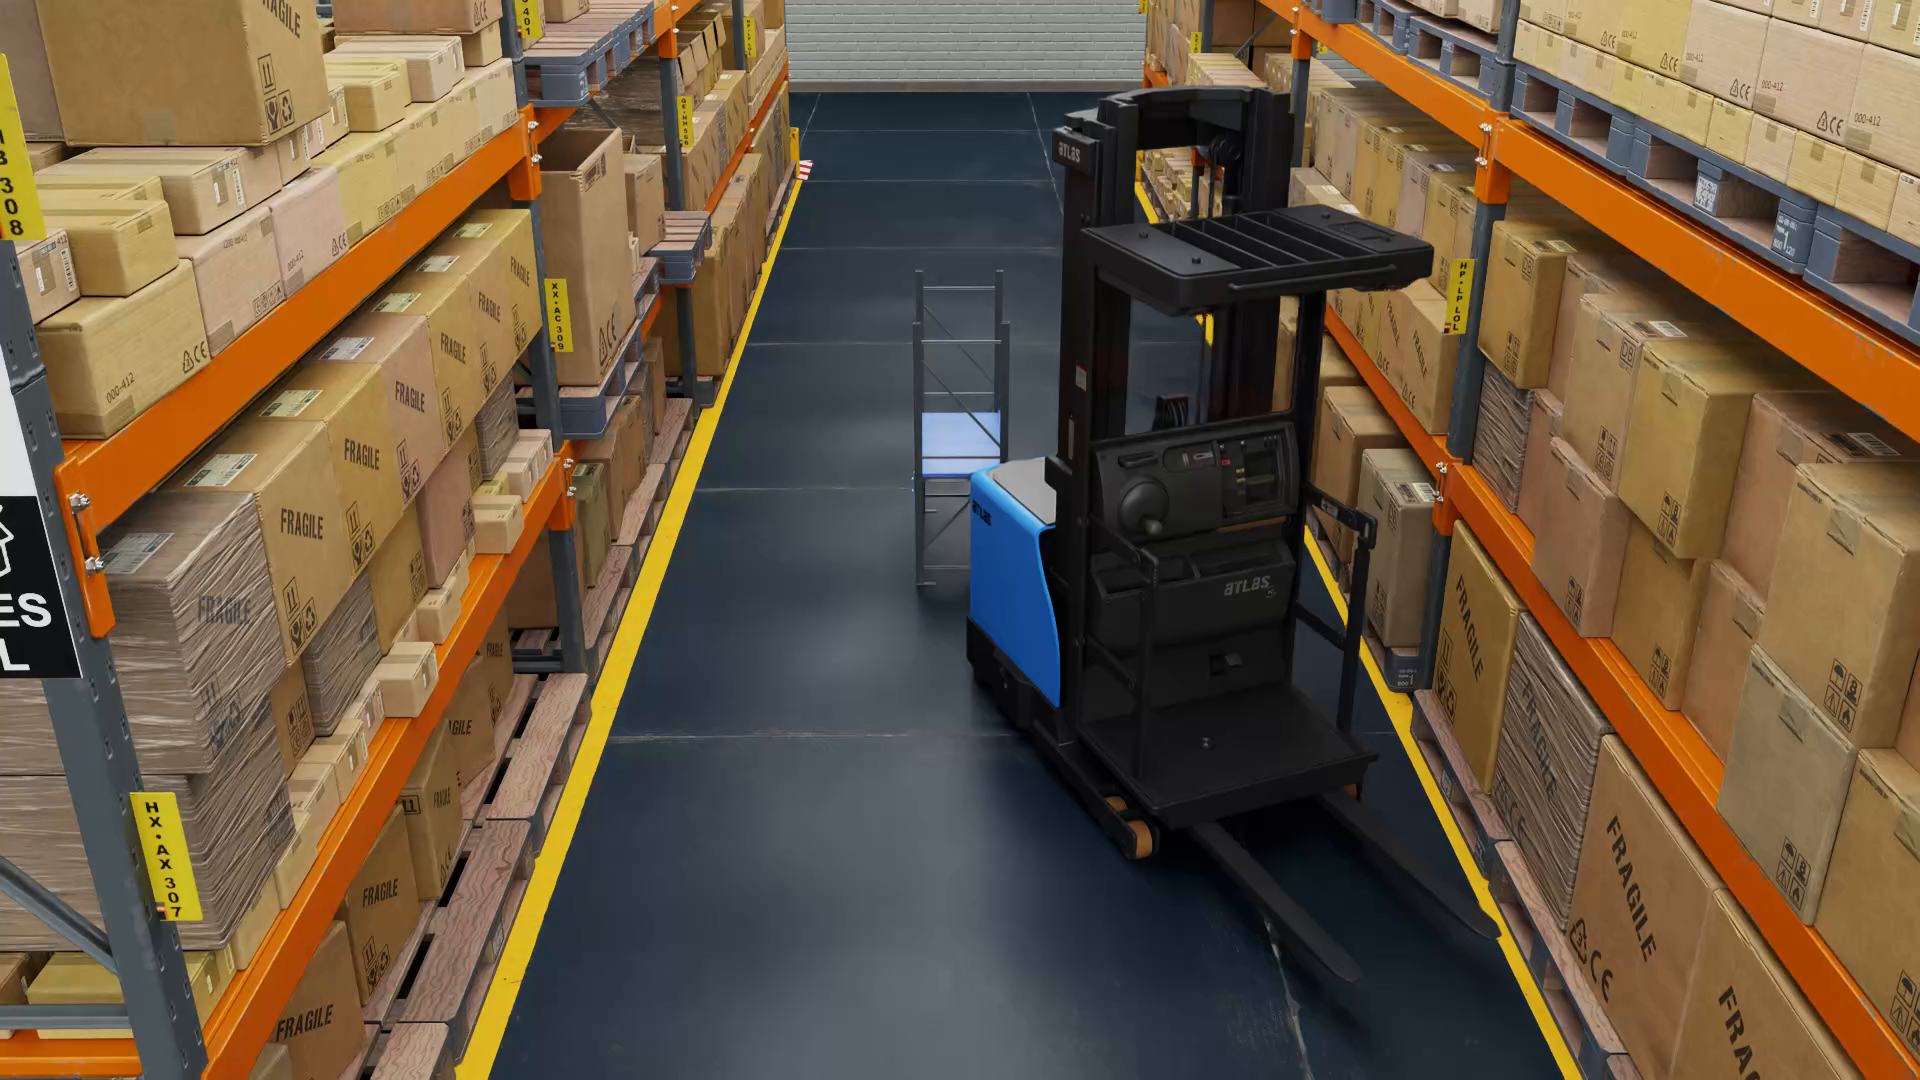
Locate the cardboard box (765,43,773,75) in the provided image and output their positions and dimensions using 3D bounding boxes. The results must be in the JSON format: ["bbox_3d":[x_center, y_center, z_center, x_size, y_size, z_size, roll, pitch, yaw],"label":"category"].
[{"bbox_3d":[-2.125,-4.752,16.438,0.500,0.250,0.500,0,24,0],"label":"cardboard box"}]

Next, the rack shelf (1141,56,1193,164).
[{"bbox_3d":[2.566,-4.345,16.591,1.077,0.370,4.000,0,24,-1],"label":"rack shelf"}]

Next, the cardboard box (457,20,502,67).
[{"bbox_3d":[-1.993,-1.919,6.412,0.380,0.149,0.250,0,24,1],"label":"cardboard box"}]

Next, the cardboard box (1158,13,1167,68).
[{"bbox_3d":[2.297,-5.070,16.837,0.500,0.500,0.500,0,24,0],"label":"cardboard box"}]

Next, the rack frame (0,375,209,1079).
[{"bbox_3d":[-2.242,1.077,3.730,1.000,3.000,0.127,0,24,-1],"label":"rack frame"}]

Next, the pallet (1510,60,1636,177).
[{"bbox_3d":[2.674,-1.541,5.986,1.003,0.211,1.213,0,24,-1],"label":"pallet"}]

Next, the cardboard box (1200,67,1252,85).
[{"bbox_3d":[2.142,-3.709,13.384,0.380,0.149,0.250,-1,24,-1],"label":"cardboard box"}]

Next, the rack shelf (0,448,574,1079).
[{"bbox_3d":[-2.264,0.580,5.700,1.077,0.370,4.000,0,24,-1],"label":"rack shelf"}]

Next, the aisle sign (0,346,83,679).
[{"bbox_3d":[-1.941,-0.084,3.141,0.394,0.787,0.004,0,24,-1],"label":"aisle sign"}]

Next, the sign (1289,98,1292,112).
[{"bbox_3d":[2.089,-2.686,10.739,0.100,0.325,0.005,0,24,-1],"label":"sign"}]

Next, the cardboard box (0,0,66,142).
[{"bbox_3d":[-2.512,-1.337,4.336,0.500,0.500,0.500,0,24,-1],"label":"cardboard box"}]

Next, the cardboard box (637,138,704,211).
[{"bbox_3d":[-2.063,-2.467,11.443,0.500,0.500,0.500,0,24,1],"label":"cardboard box"}]

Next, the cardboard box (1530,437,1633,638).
[{"bbox_3d":[2.608,-0.019,5.970,0.875,0.550,0.550,0,24,-1],"label":"cardboard box"}]

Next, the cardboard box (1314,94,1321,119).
[{"bbox_3d":[2.809,-3.172,12.197,0.380,0.149,0.250,1,24,2],"label":"cardboard box"}]

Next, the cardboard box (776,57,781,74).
[{"bbox_3d":[-2.076,-4.943,17.344,0.380,0.149,0.250,0,24,0],"label":"cardboard box"}]

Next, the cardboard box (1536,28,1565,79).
[{"bbox_3d":[2.344,-1.783,6.087,0.380,0.149,0.250,0,24,0],"label":"cardboard box"}]

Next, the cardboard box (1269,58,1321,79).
[{"bbox_3d":[2.791,-3.922,13.854,0.380,0.149,0.250,-1,24,-2],"label":"cardboard box"}]

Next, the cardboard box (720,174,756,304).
[{"bbox_3d":[-2.335,-2.460,13.617,1.225,0.875,0.875,-1,24,-2],"label":"cardboard box"}]

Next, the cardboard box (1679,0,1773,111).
[{"bbox_3d":[2.420,-1.396,4.747,0.500,0.250,0.500,0,24,0],"label":"cardboard box"}]

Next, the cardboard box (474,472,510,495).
[{"bbox_3d":[-2.053,-0.164,6.777,0.380,0.149,0.250,0,24,-1],"label":"cardboard box"}]

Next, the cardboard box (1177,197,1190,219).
[{"bbox_3d":[2.251,-3.117,15.590,0.380,0.149,0.250,-1,24,-3],"label":"cardboard box"}]

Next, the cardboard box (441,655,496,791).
[{"bbox_3d":[-2.307,0.777,6.916,0.500,0.500,0.500,8,25,16],"label":"cardboard box"}]

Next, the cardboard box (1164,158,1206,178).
[{"bbox_3d":[2.236,-3.695,16.508,0.380,0.149,0.250,-1,24,-2],"label":"cardboard box"}]

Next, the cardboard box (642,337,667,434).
[{"bbox_3d":[-2.302,-1.006,10.833,0.700,0.500,0.500,-2,24,-3],"label":"cardboard box"}]

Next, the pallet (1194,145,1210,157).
[{"bbox_3d":[2.451,-3.446,13.962,1.003,0.211,1.213,0,24,-1],"label":"pallet"}]

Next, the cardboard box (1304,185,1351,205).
[{"bbox_3d":[2.375,-1.850,10.080,0.500,0.500,0.500,0,24,-1],"label":"cardboard box"}]

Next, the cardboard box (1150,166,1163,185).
[{"bbox_3d":[2.217,-3.857,17.587,0.380,0.149,0.250,0,24,0],"label":"cardboard box"}]

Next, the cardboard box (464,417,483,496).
[{"bbox_3d":[-2.372,-0.361,6.426,0.875,0.500,0.500,0,24,-1],"label":"cardboard box"}]

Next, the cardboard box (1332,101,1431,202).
[{"bbox_3d":[2.633,-2.308,9.879,0.700,0.500,0.500,-1,24,-1],"label":"cardboard box"}]

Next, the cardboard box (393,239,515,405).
[{"bbox_3d":[-1.999,-0.818,6.223,0.500,0.500,0.500,0,24,-1],"label":"cardboard box"}]

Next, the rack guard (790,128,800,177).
[{"bbox_3d":[-2.417,-4.387,18.844,1.175,0.500,0.348,0,24,-1],"label":"rack guard"}]

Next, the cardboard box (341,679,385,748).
[{"bbox_3d":[-2.027,0.557,5.182,0.380,0.149,0.250,0,24,-1],"label":"cardboard box"}]

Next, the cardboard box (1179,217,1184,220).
[{"bbox_3d":[2.243,-2.901,15.475,0.380,0.149,0.250,0,24,0],"label":"cardboard box"}]

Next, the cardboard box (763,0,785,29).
[{"bbox_3d":[-2.148,-5.726,17.681,0.500,0.500,0.500,0,24,0],"label":"cardboard box"}]

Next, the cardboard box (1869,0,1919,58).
[{"bbox_3d":[2.367,-1.209,3.850,0.380,0.149,0.250,0,24,0],"label":"cardboard box"}]

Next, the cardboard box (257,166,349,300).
[{"bbox_3d":[-2.002,-0.838,4.505,0.500,0.250,0.500,0,24,-1],"label":"cardboard box"}]

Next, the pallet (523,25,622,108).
[{"bbox_3d":[-2.186,-2.108,7.358,1.213,0.211,1.003,0,24,-1],"label":"pallet"}]

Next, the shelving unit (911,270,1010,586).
[{"bbox_3d":[0.001,-0.648,9.363,0.538,1.500,1.048,0,24,-1],"label":"shelving unit"}]

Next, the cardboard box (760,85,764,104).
[{"bbox_3d":[-2.054,-4.202,15.706,0.380,0.149,0.250,-1,24,-2],"label":"cardboard box"}]

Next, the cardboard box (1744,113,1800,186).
[{"bbox_3d":[2.363,-1.052,4.471,0.380,0.149,0.250,0,24,0],"label":"cardboard box"}]

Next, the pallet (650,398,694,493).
[{"bbox_3d":[-2.322,-0.627,10.881,1.003,0.211,1.213,0,24,-1],"label":"pallet"}]

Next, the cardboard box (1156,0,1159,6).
[{"bbox_3d":[2.296,-5.740,17.105,0.500,0.500,0.500,0,24,1],"label":"cardboard box"}]

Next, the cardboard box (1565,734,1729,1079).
[{"bbox_3d":[2.634,1.231,5.457,0.875,0.875,0.875,-1,24,-1],"label":"cardboard box"}]

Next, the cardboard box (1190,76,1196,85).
[{"bbox_3d":[2.137,-3.790,13.924,0.380,0.149,0.250,-1,24,-2],"label":"cardboard box"}]

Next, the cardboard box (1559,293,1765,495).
[{"bbox_3d":[2.635,-0.511,5.748,0.875,0.550,0.550,0,24,-1],"label":"cardboard box"}]

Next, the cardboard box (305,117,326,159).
[{"bbox_3d":[-2.043,-1.157,4.726,0.380,0.149,0.250,-1,24,-1],"label":"cardboard box"}]

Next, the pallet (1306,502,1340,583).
[{"bbox_3d":[2.575,-0.103,9.723,1.003,0.211,1.213,0,24,-1],"label":"pallet"}]

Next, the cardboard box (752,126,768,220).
[{"bbox_3d":[-2.300,-3.364,15.616,0.875,0.875,0.875,0,24,-1],"label":"cardboard box"}]

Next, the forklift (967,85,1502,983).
[{"bbox_3d":[1.073,-0.219,6.678,1.130,2.935,3.031,-10,26,-21],"label":"forklift"}]

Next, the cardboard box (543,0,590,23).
[{"bbox_3d":[-2.203,-2.759,7.936,0.797,0.503,0.637,1,24,2],"label":"cardboard box"}]
